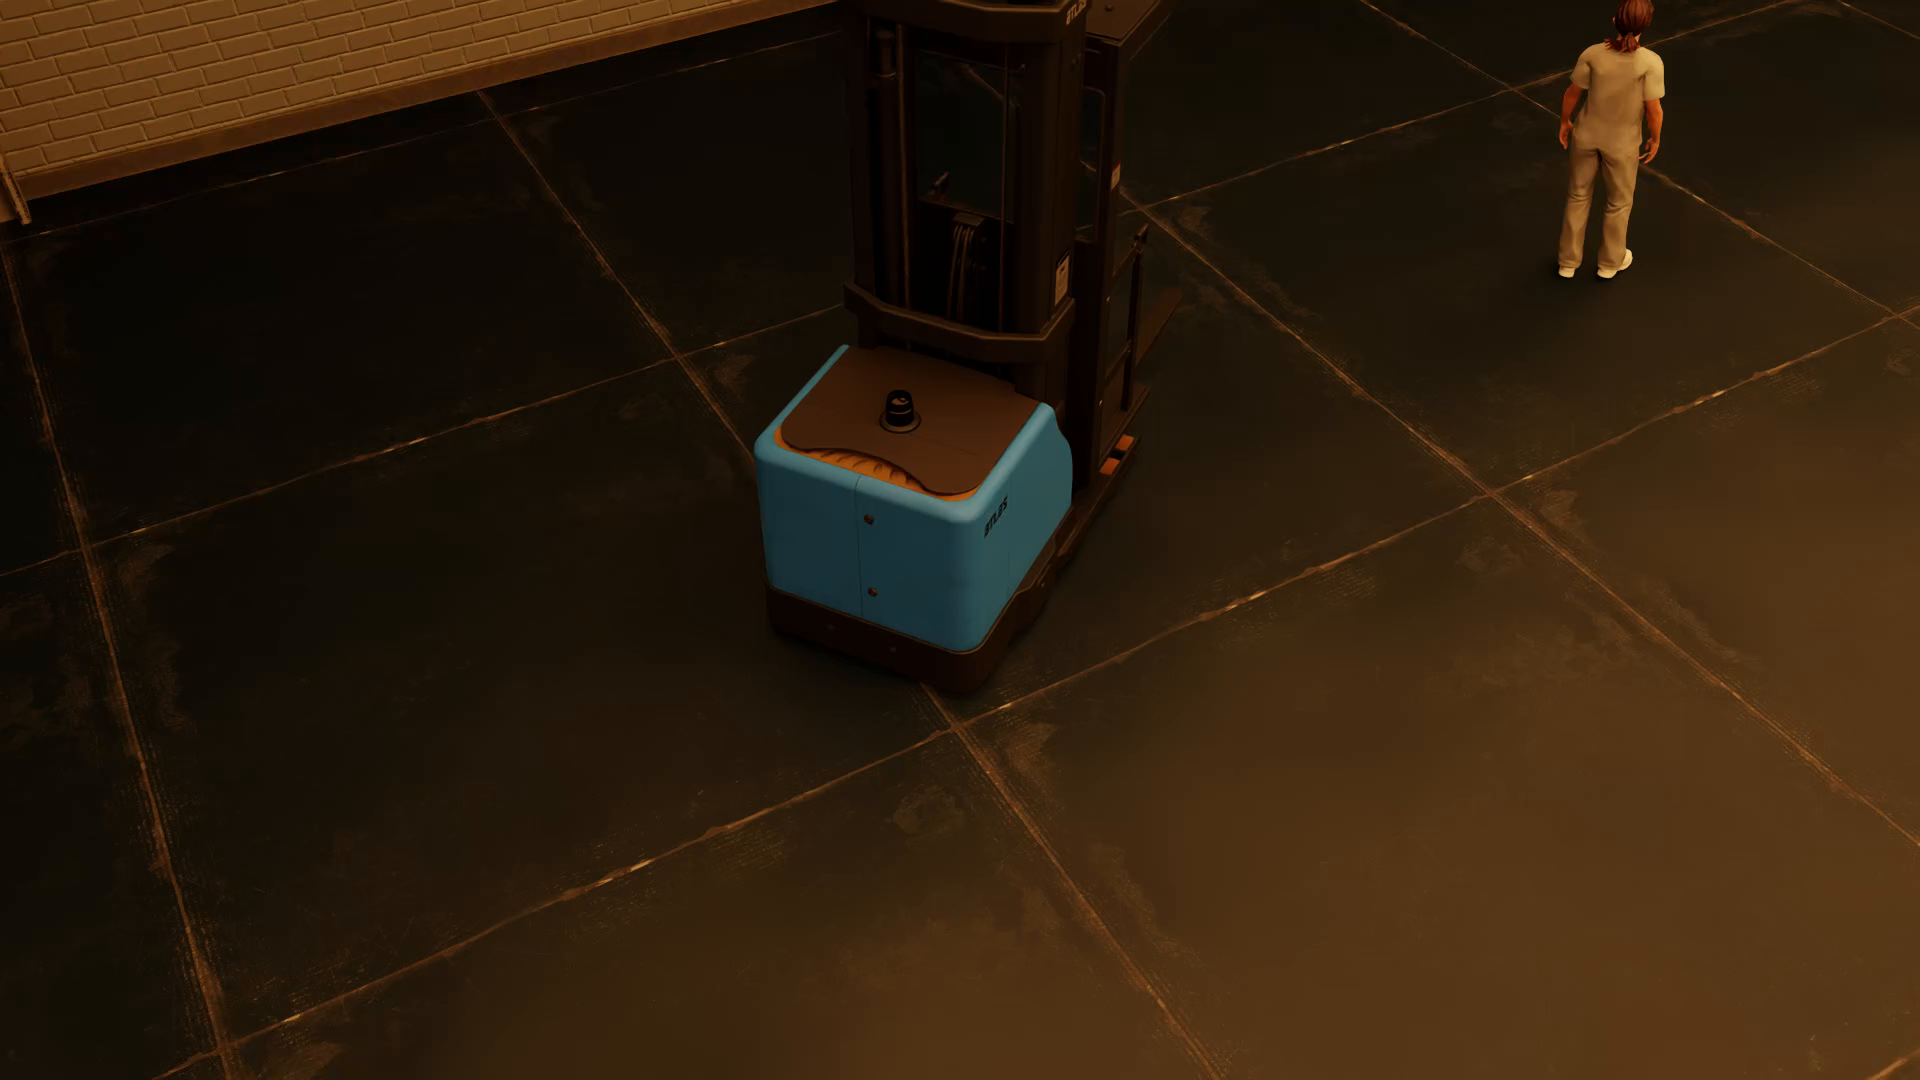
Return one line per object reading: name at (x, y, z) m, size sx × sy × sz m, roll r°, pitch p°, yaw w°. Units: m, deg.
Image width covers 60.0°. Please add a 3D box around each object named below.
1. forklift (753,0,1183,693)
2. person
forklift at (0.242, -1.432, 7.242) m, size 1.130 × 2.935 × 3.031 m, roll 18°, pitch 46°, yaw 19°
person at (3.505, -2.176, 8.957) m, size 0.549 × 1.674 × 0.549 m, roll 24°, pitch 48°, yaw 24°
